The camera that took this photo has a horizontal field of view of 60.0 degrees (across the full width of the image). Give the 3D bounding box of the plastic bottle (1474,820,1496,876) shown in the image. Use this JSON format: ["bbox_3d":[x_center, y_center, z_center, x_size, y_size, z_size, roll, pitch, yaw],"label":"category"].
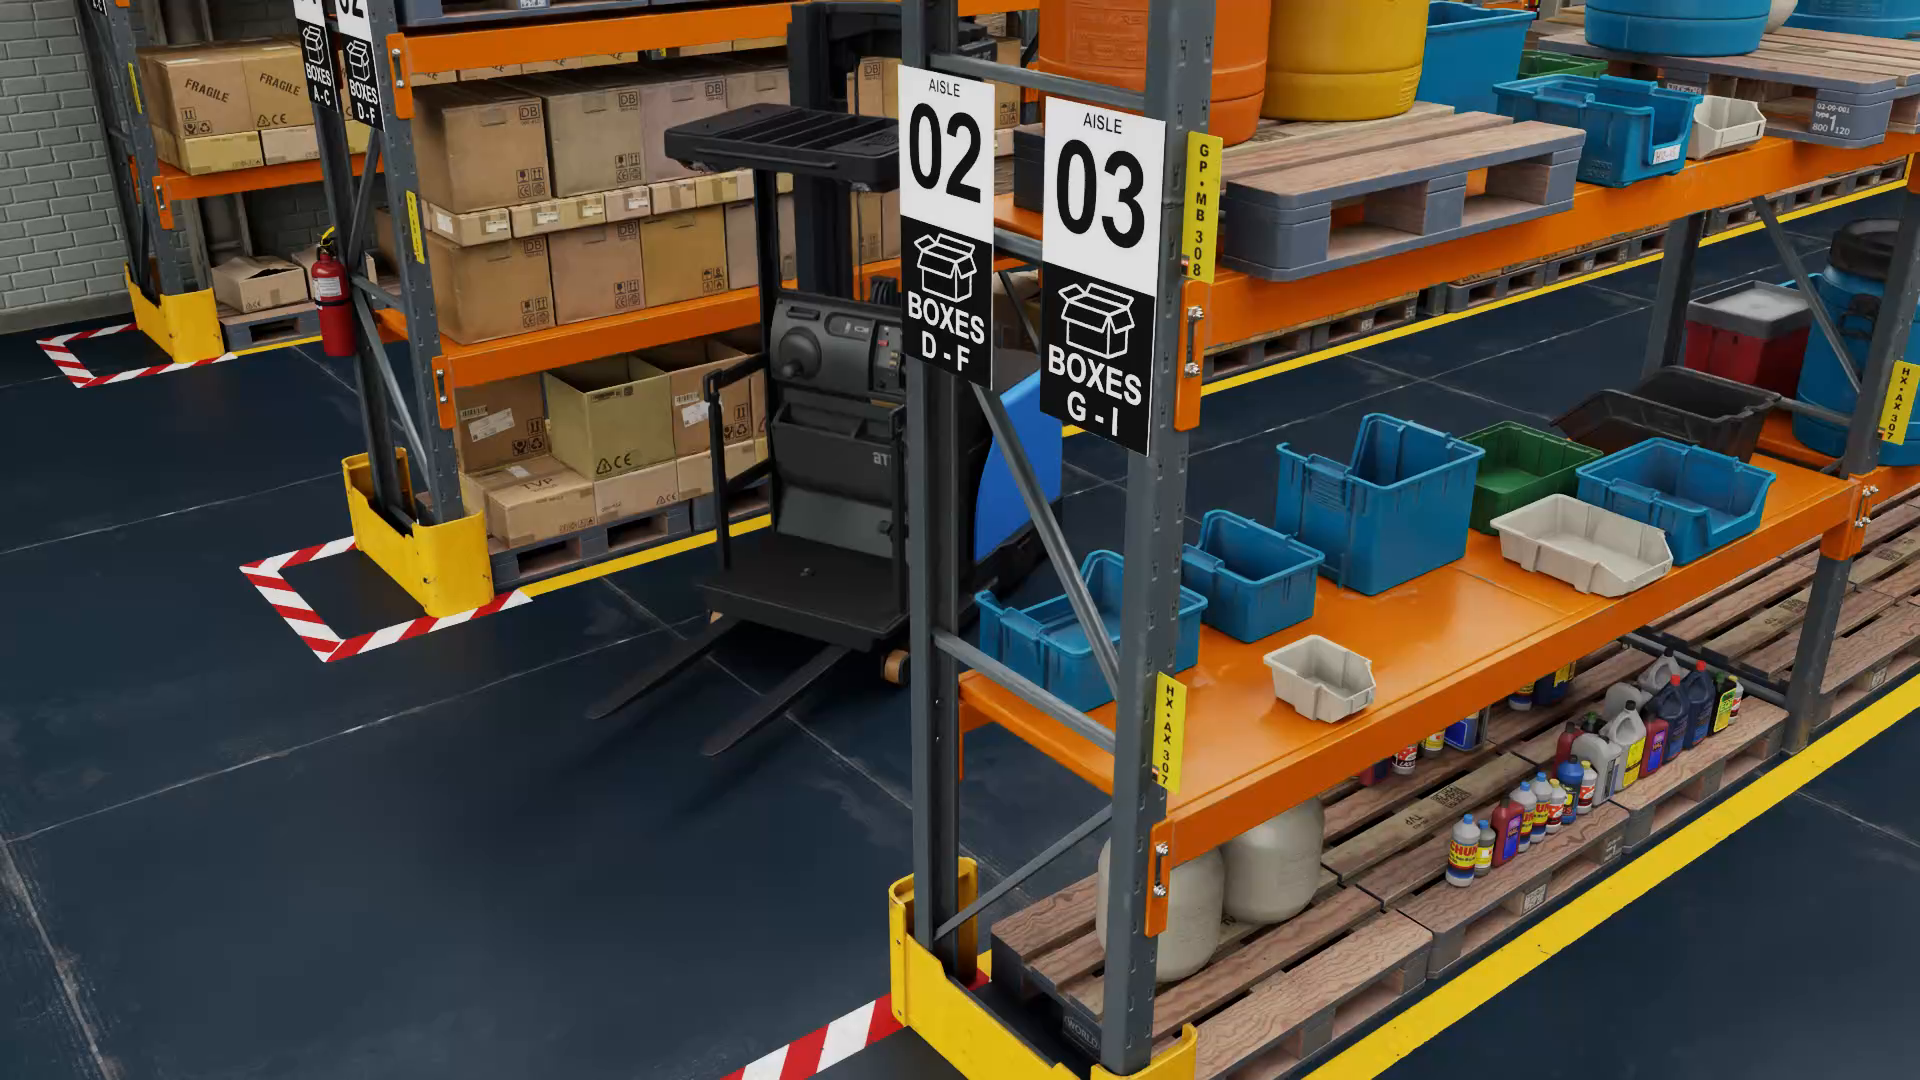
[{"bbox_3d":[1.902,1.117,6.081,0.097,0.201,0.097,0,25,0],"label":"plastic bottle"}]

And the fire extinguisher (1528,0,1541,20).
[{"bbox_3d":[7.082,-6.678,20.611,0.183,0.674,0.296,-18,31,-34],"label":"fire extinguisher"}]

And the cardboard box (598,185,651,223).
[{"bbox_3d":[-1.807,-1.769,8.609,0.250,0.149,0.380,-19,31,-35],"label":"cardboard box"}]

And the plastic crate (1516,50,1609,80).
[{"bbox_3d":[1.940,-1.542,5.698,0.450,0.188,0.336,-18,31,-34],"label":"plastic crate"}]

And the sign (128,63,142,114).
[{"bbox_3d":[-5.577,-3.053,11.237,0.005,0.325,0.100,-18,31,-34],"label":"sign"}]

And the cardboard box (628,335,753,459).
[{"bbox_3d":[-1.515,-0.814,9.317,0.500,0.500,0.500,-18,31,-34],"label":"cardboard box"}]

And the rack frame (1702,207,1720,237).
[{"bbox_3d":[6.591,-4.317,14.989,0.127,3.000,1.000,-18,31,-34],"label":"rack frame"}]

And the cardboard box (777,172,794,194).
[{"bbox_3d":[-0.993,-2.038,9.188,0.250,0.149,0.380,-17,30,-32],"label":"cardboard box"}]

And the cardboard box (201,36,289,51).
[{"bbox_3d":[-5.270,-3.442,12.366,0.500,0.500,0.500,-18,30,-33],"label":"cardboard box"}]

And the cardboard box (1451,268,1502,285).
[{"bbox_3d":[3.978,-2.367,13.234,0.500,0.500,0.500,-17,30,-32],"label":"cardboard box"}]

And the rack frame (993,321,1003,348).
[{"bbox_3d":[0.124,-0.649,9.224,0.240,1.200,0.006,13,28,26],"label":"rack frame"}]

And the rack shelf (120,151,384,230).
[{"bbox_3d":[-4.338,-3.033,13.077,4.000,0.370,1.077,-18,31,-34],"label":"rack shelf"}]

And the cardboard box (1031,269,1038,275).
[{"bbox_3d":[0.843,-1.774,11.611,0.500,0.311,0.500,-17,30,-33],"label":"cardboard box"}]

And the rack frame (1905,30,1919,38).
[{"bbox_3d":[3.349,-3.318,5.711,0.127,3.000,1.000,-18,31,-34],"label":"rack frame"}]

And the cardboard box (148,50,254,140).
[{"bbox_3d":[-5.351,-3.146,11.728,0.500,0.500,0.500,-18,31,-34],"label":"cardboard box"}]

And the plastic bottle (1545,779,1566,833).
[{"bbox_3d":[2.247,1.003,6.327,0.097,0.201,0.097,0,25,0],"label":"plastic bottle"}]

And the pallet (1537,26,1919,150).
[{"bbox_3d":[2.842,-1.652,5.908,1.003,0.211,1.213,-18,31,-34],"label":"pallet"}]

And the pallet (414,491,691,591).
[{"bbox_3d":[-2.276,-0.148,9.317,1.213,0.211,1.003,-18,31,-34],"label":"pallet"}]

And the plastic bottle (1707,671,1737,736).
[{"bbox_3d":[3.174,0.670,6.948,0.133,0.283,0.061,-17,30,-32],"label":"plastic bottle"}]

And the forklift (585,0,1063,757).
[{"bbox_3d":[-0.585,-0.868,7.639,1.130,2.935,3.031,13,28,26],"label":"forklift"}]

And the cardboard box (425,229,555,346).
[{"bbox_3d":[-2.477,-1.362,8.503,0.500,0.500,0.700,-18,31,-34],"label":"cardboard box"}]

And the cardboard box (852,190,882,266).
[{"bbox_3d":[-0.858,-1.899,9.659,0.500,0.500,0.700,-18,30,-33],"label":"cardboard box"}]

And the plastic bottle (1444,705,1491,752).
[{"bbox_3d":[2.086,0.713,6.863,0.135,0.276,0.152,-18,31,-34],"label":"plastic bottle"}]

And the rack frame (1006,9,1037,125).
[{"bbox_3d":[0.384,-4.918,16.284,0.127,3.000,1.000,-18,31,-34],"label":"rack frame"}]

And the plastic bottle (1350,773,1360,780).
[{"bbox_3d":[1.591,0.799,6.678,0.135,0.276,0.152,-18,30,-34],"label":"plastic bottle"}]

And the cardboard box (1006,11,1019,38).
[{"bbox_3d":[0.593,-5.318,16.649,0.500,0.500,0.500,-18,30,-34],"label":"cardboard box"}]

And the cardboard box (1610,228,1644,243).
[{"bbox_3d":[5.590,-2.904,14.391,0.500,0.500,0.500,-18,30,-33],"label":"cardboard box"}]

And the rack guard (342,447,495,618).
[{"bbox_3d":[-2.871,-0.060,8.785,0.348,0.500,1.175,-18,31,-34],"label":"rack guard"}]

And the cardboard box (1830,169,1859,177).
[{"bbox_3d":[8.697,-3.849,16.724,0.500,0.250,0.500,-18,31,-34],"label":"cardboard box"}]

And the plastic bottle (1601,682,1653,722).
[{"bbox_3d":[2.758,0.709,6.872,0.135,0.276,0.152,-18,31,-34],"label":"plastic bottle"}]

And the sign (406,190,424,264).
[{"bbox_3d":[-2.514,-1.443,7.674,0.005,0.325,0.100,-18,31,-34],"label":"sign"}]

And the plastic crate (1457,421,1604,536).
[{"bbox_3d":[2.107,-0.242,6.460,0.662,0.188,0.450,-18,31,-34],"label":"plastic crate"}]

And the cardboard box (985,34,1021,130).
[{"bbox_3d":[-0.050,-2.755,9.964,0.500,0.500,0.700,-18,30,-34],"label":"cardboard box"}]

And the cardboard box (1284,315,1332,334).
[{"bbox_3d":[2.379,-1.739,12.202,0.500,0.250,0.500,-17,30,-33],"label":"cardboard box"}]

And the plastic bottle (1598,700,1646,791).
[{"bbox_3d":[2.615,0.801,6.584,0.185,0.351,0.144,-18,31,-34],"label":"plastic bottle"}]

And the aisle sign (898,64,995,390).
[{"bbox_3d":[-0.038,-0.817,4.359,0.004,0.787,0.394,-18,31,-34],"label":"aisle sign"}]

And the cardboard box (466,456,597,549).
[{"bbox_3d":[-2.293,-0.209,8.904,0.500,0.250,0.500,-18,31,-34],"label":"cardboard box"}]

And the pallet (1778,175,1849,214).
[{"bbox_3d":[8.093,-3.549,16.646,1.213,0.211,1.003,-18,31,-34],"label":"pallet"}]

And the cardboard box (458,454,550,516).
[{"bbox_3d":[-2.612,-0.380,9.274,0.500,0.250,0.500,-18,31,-34],"label":"cardboard box"}]

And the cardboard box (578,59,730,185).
[{"bbox_3d":[-1.629,-2.234,8.841,0.500,0.500,0.700,-18,30,-34],"label":"cardboard box"}]

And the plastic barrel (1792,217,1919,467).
[{"bbox_3d":[3.840,-0.825,6.868,0.708,0.901,0.600,-18,31,-34],"label":"plastic barrel"}]

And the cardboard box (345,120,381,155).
[{"bbox_3d":[-4.527,-3.073,12.462,0.500,0.250,0.500,-19,31,-35],"label":"cardboard box"}]

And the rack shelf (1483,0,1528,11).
[{"bbox_3d":[5.105,-6.150,19.794,4.000,0.370,1.077,-18,31,-34],"label":"rack shelf"}]

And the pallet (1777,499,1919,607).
[{"bbox_3d":[4.904,0.132,8.714,1.213,0.211,1.003,-18,31,-34],"label":"pallet"}]

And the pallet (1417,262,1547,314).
[{"bbox_3d":[4.054,-2.195,13.728,1.213,0.211,1.003,-18,31,-34],"label":"pallet"}]

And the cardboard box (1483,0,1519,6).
[{"bbox_3d":[6.284,-6.997,20.406,0.700,0.700,0.980,-17,30,-32],"label":"cardboard box"}]

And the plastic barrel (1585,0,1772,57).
[{"bbox_3d":[2.500,-2.153,5.667,0.708,0.901,0.600,-18,31,-34],"label":"plastic barrel"}]

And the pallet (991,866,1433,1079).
[{"bbox_3d":[0.875,1.462,5.849,1.213,0.211,1.003,-18,31,-34],"label":"pallet"}]

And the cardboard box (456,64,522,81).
[{"bbox_3d":[-3.737,-3.676,12.872,0.500,0.500,0.500,-19,31,-35],"label":"cardboard box"}]

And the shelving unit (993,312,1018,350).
[{"bbox_3d":[0.167,-0.683,9.297,0.258,1.200,0.189,13,28,26],"label":"shelving unit"}]

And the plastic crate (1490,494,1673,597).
[{"bbox_3d":[2.228,0.028,5.939,0.437,0.136,0.530,-18,31,-34],"label":"plastic crate"}]

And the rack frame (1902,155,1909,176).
[{"bbox_3d":[9.739,-5.356,17.228,0.127,3.000,1.000,-18,31,-34],"label":"rack frame"}]

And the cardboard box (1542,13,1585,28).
[{"bbox_3d":[5.239,-4.074,13.847,0.700,0.500,0.500,18,30,33],"label":"cardboard box"}]
